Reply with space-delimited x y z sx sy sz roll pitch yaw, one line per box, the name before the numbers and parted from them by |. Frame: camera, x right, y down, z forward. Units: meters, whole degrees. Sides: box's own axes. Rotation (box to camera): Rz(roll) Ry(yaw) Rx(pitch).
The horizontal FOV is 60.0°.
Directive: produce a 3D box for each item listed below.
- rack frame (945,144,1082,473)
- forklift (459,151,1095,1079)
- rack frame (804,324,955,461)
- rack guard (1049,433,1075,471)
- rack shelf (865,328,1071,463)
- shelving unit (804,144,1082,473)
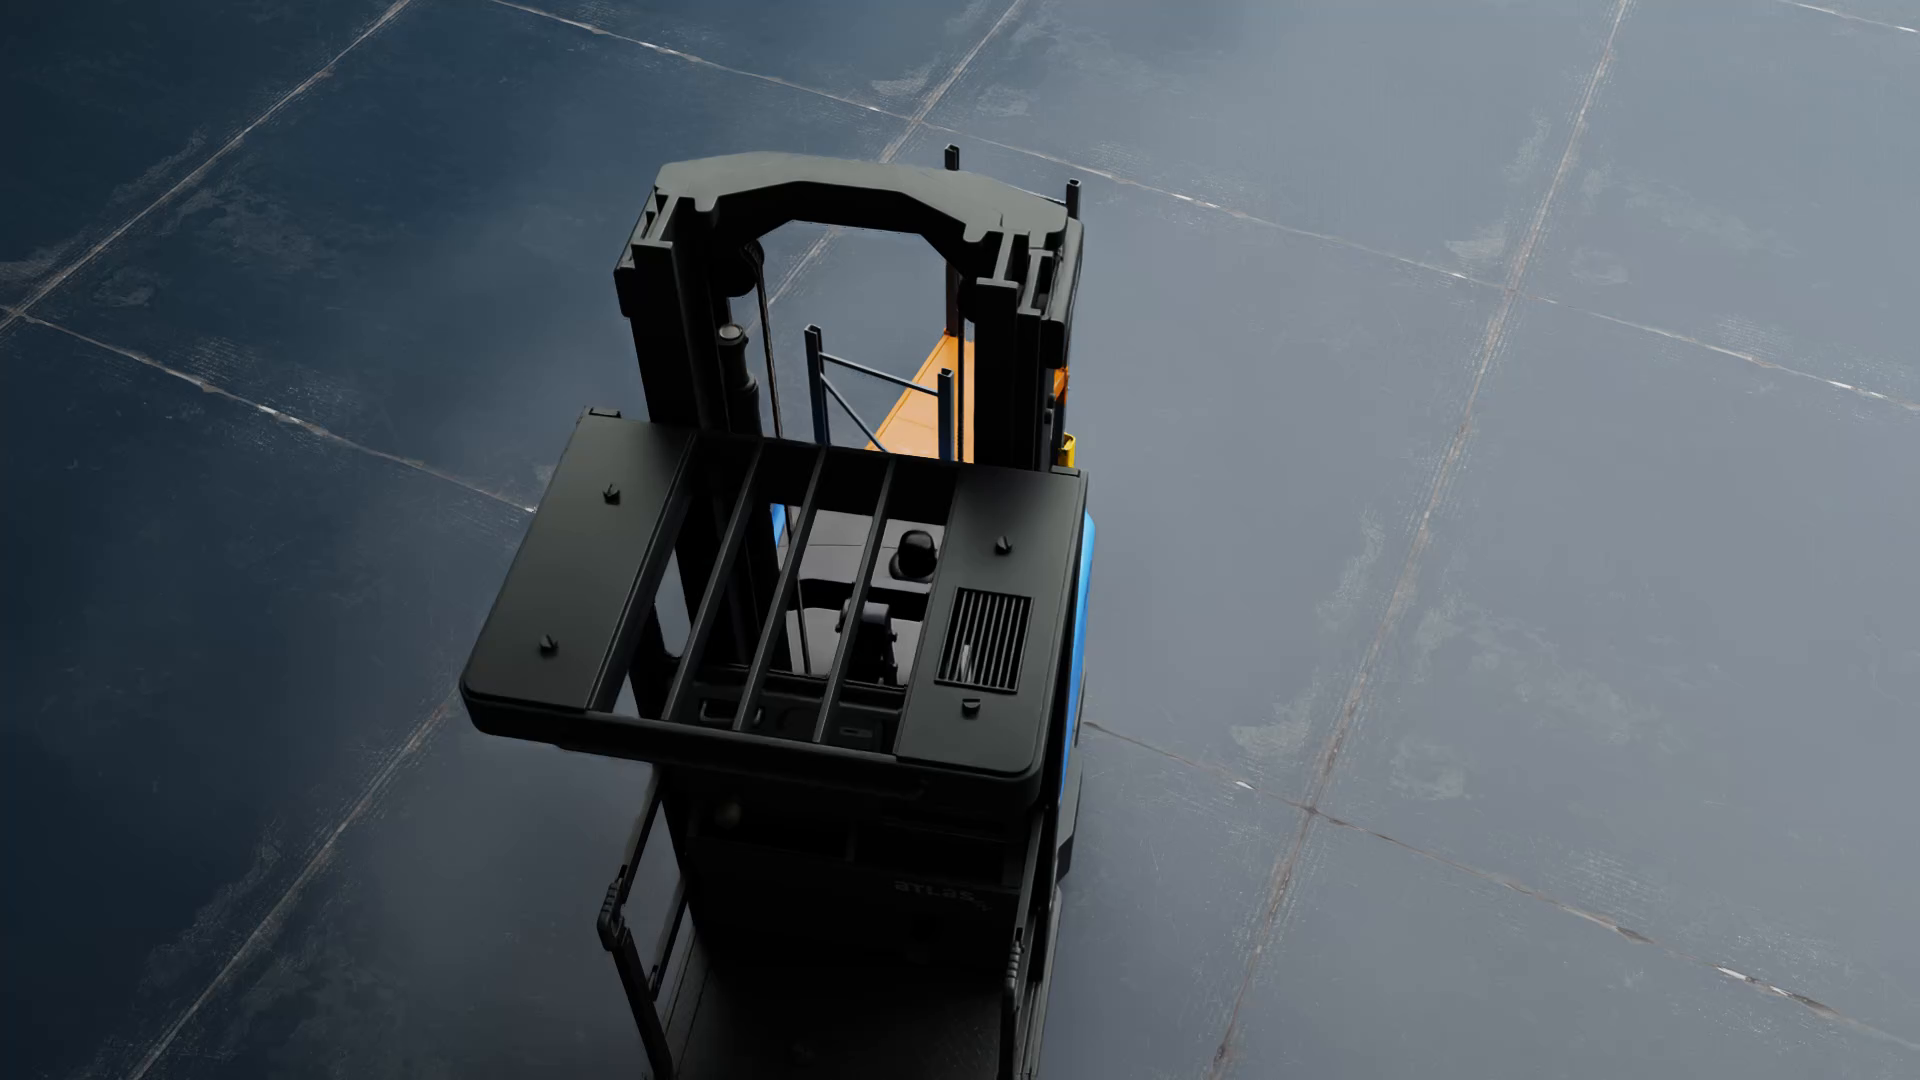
rack frame | 0.180 -0.797 6.259 0.500 1.500 0.032 20 52 16
forklift | -0.320 0.680 4.062 1.130 2.935 3.031 8 50 6
rack frame | -0.250 -0.095 5.661 0.500 1.500 0.032 20 52 16
rack guard | 0.179 -0.391 6.734 0.587 0.250 0.087 20 52 16
rack shelf | -0.035 -0.330 6.097 0.538 0.185 1.000 20 52 16
shelving unit | -0.031 -0.453 5.965 0.587 1.500 1.083 20 52 16
